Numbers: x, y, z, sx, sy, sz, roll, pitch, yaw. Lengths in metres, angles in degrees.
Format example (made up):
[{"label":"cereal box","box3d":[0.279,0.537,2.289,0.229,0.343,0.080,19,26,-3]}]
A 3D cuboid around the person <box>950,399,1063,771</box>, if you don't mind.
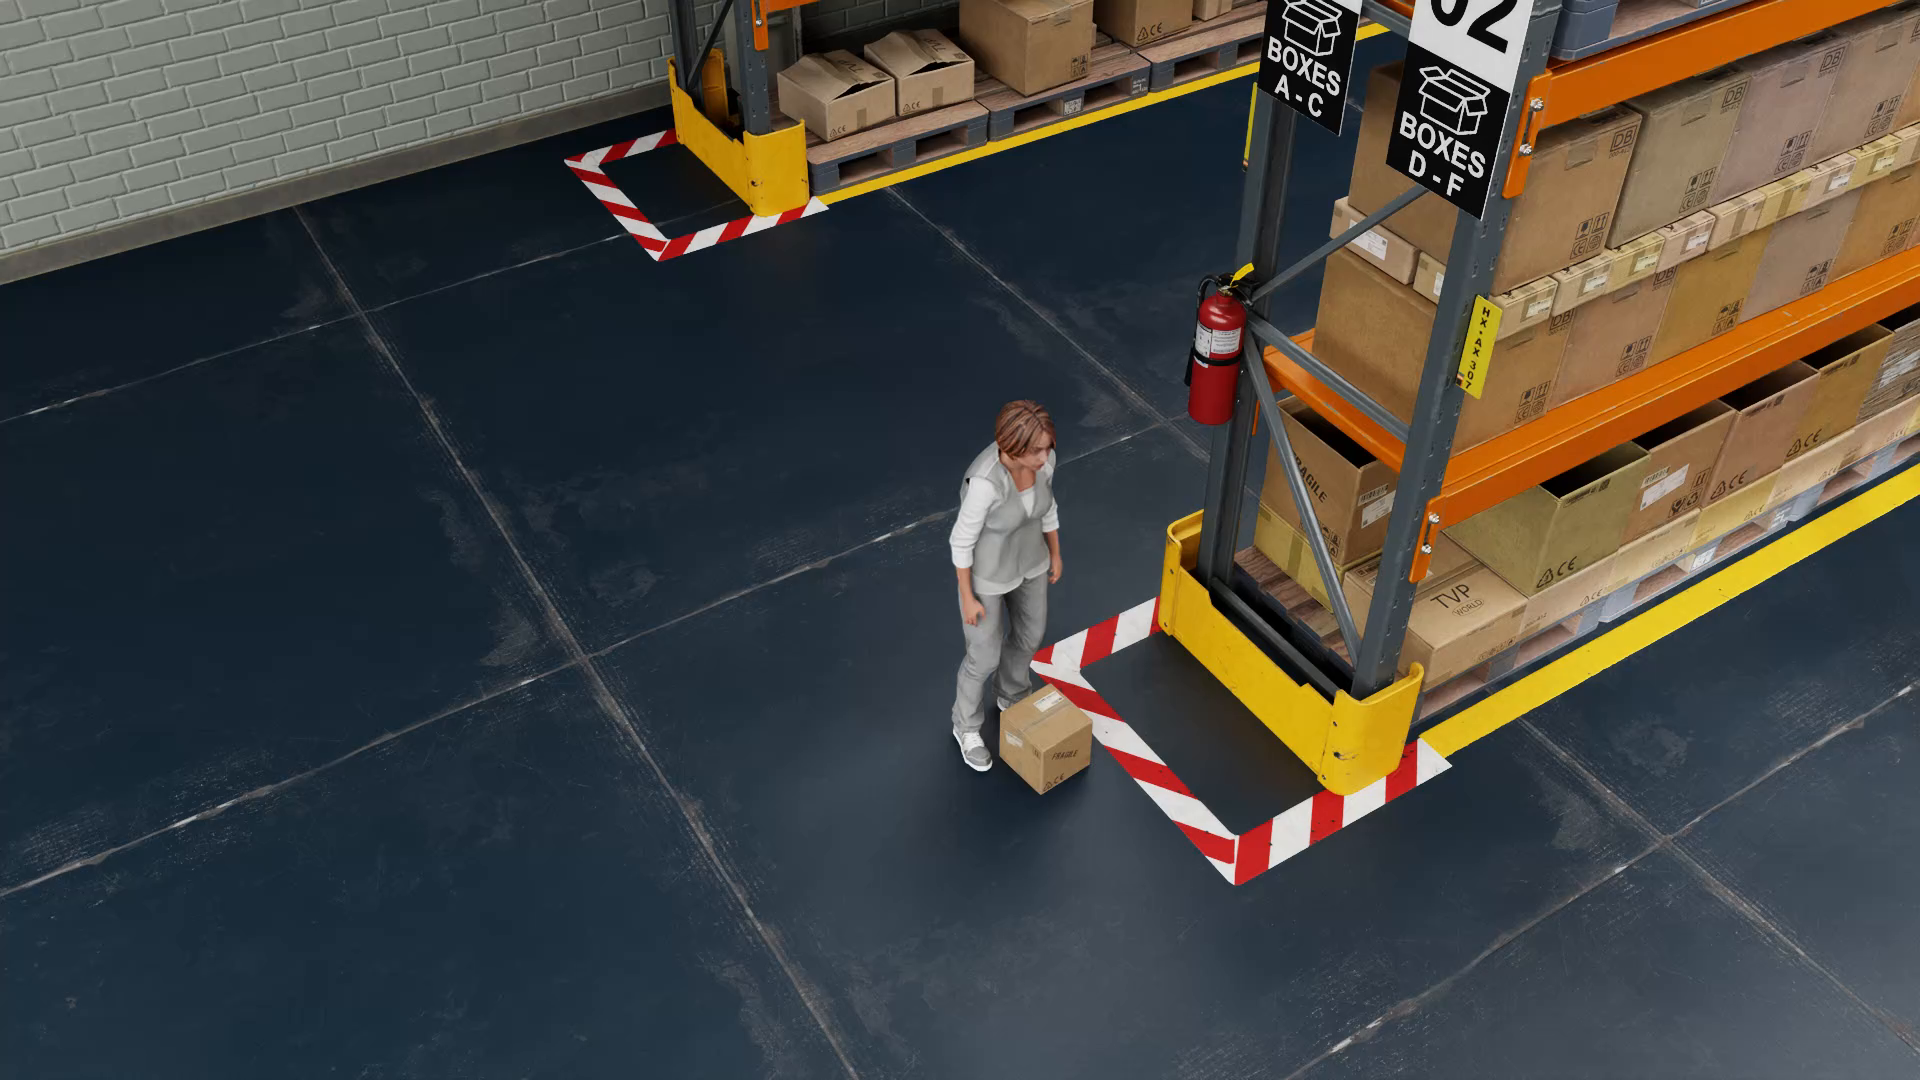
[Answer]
[{"label":"person","box3d":[0.168,0.131,6.018,0.480,1.593,0.346,-28,48,-28]}]
